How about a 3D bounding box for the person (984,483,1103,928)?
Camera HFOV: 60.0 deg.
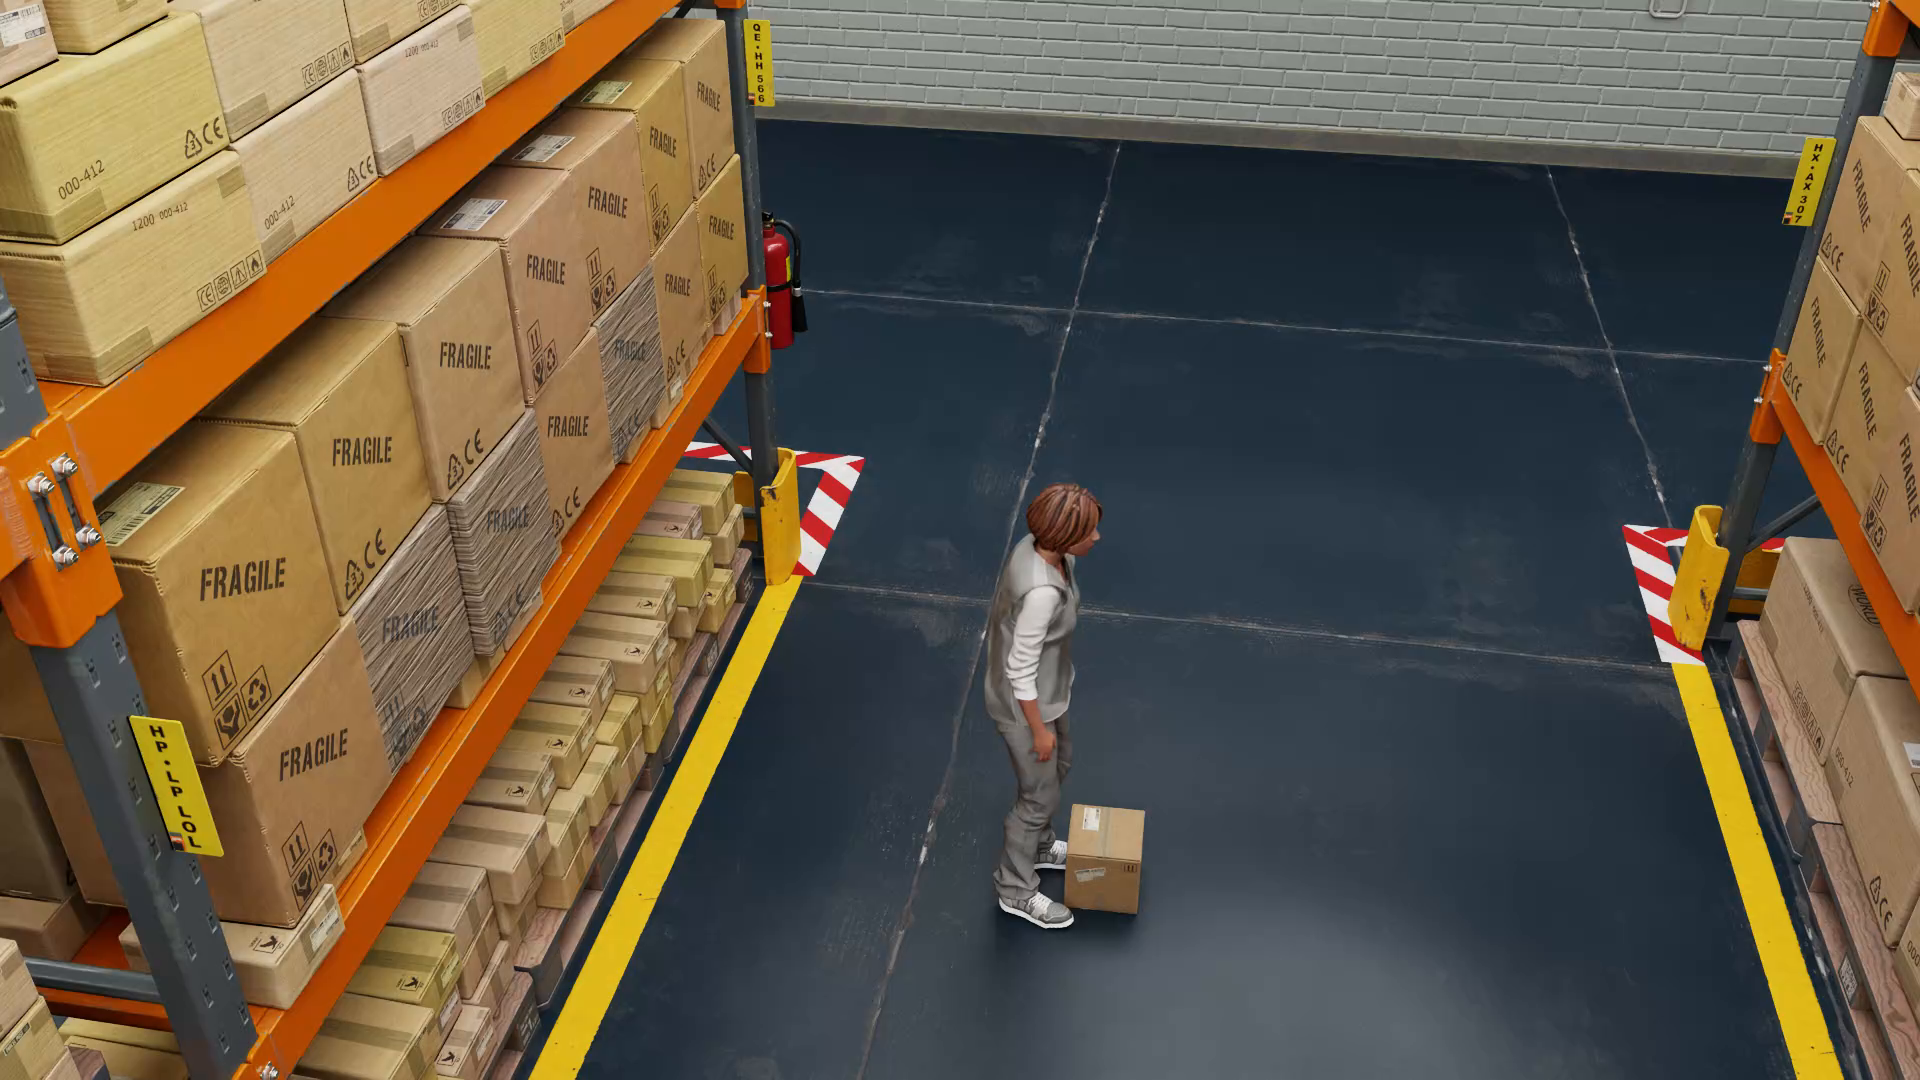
[{"bbox_3d":[0.263,0.517,5.357,0.365,1.582,0.461,6,33,9],"label":"person"}]
